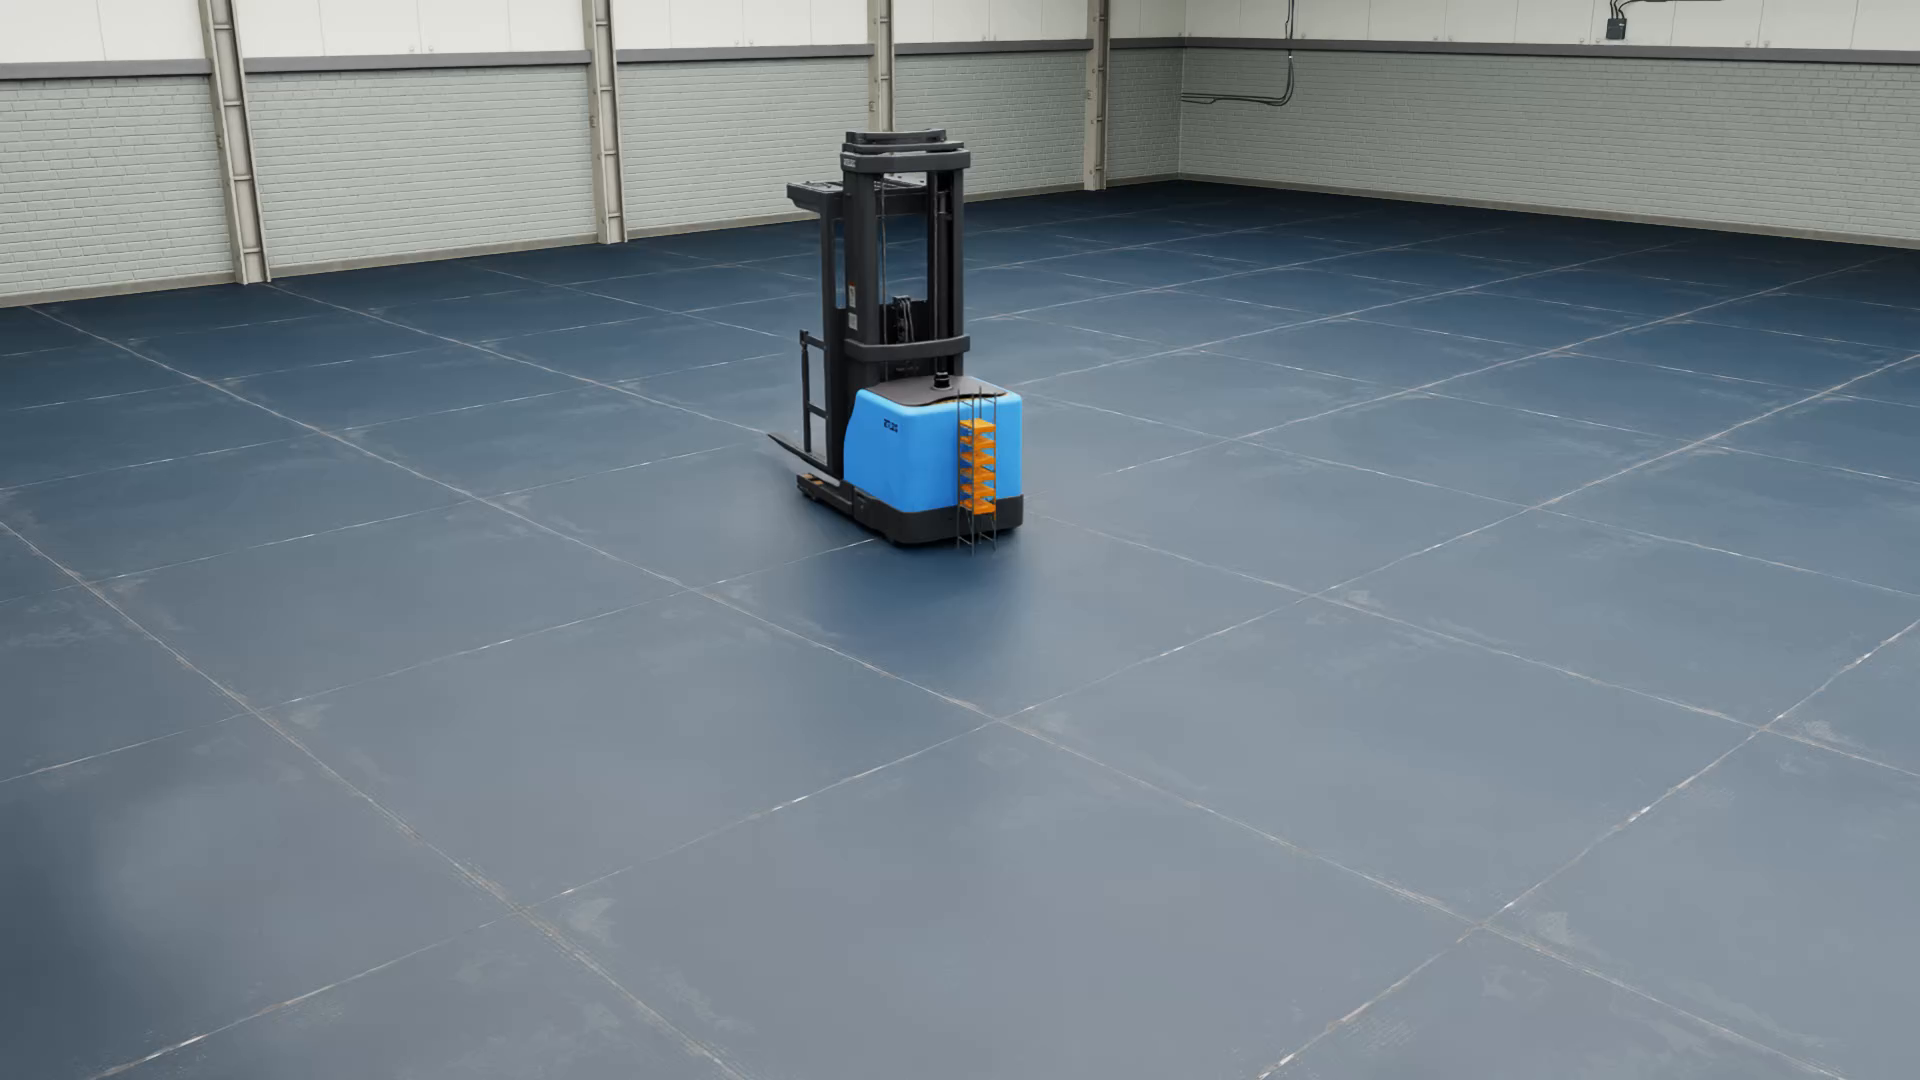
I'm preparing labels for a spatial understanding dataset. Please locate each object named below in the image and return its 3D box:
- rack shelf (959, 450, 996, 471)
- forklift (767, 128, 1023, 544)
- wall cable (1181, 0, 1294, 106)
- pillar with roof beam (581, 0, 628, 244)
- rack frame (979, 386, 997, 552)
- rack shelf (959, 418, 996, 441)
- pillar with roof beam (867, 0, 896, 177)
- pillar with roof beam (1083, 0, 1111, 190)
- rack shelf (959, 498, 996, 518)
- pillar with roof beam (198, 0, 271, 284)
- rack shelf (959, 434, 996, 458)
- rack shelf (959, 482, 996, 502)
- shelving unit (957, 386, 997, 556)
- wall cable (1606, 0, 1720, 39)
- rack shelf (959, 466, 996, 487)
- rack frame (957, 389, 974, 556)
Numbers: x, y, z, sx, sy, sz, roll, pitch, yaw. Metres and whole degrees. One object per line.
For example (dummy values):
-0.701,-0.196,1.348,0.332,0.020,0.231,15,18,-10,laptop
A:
0.120,-0.569,12.050,0.180,0.103,0.258,-10,20,-27,rack shelf
-0.677,-1.771,13.195,1.130,2.935,3.031,-10,20,-27,forklift
5.941,-10.671,35.840,0.112,2.526,3.097,-16,24,-41,wall cable
-2.870,-8.312,23.532,0.400,9.000,9.100,-16,24,-41,pillar with roof beam
0.200,-0.511,12.116,0.006,1.200,0.240,-10,20,-27,rack frame
0.120,-0.798,11.976,0.180,0.103,0.258,-10,20,-27,rack shelf
1.489,-9.584,27.453,0.400,9.000,9.100,-16,24,-41,pillar with roof beam
5.849,-10.855,31.374,0.400,9.000,9.100,-16,24,-41,pillar with roof beam
0.120,-0.227,12.161,0.180,0.103,0.258,-10,20,-27,rack shelf
-7.230,-7.041,19.610,0.400,9.000,9.100,-16,24,-41,pillar with roof beam
0.120,-0.684,12.013,0.180,0.103,0.258,-10,20,-27,rack shelf
0.120,-0.341,12.124,0.180,0.103,0.258,-10,20,-27,rack shelf
0.120,-0.498,12.073,0.189,1.200,0.258,-10,20,-27,shelving unit
12.451,-11.635,28.265,0.169,6.003,2.305,-16,24,-41,wall cable
0.120,-0.455,12.087,0.180,0.103,0.258,-10,20,-27,rack shelf
0.040,-0.484,12.031,0.006,1.200,0.240,-10,20,-27,rack frame
